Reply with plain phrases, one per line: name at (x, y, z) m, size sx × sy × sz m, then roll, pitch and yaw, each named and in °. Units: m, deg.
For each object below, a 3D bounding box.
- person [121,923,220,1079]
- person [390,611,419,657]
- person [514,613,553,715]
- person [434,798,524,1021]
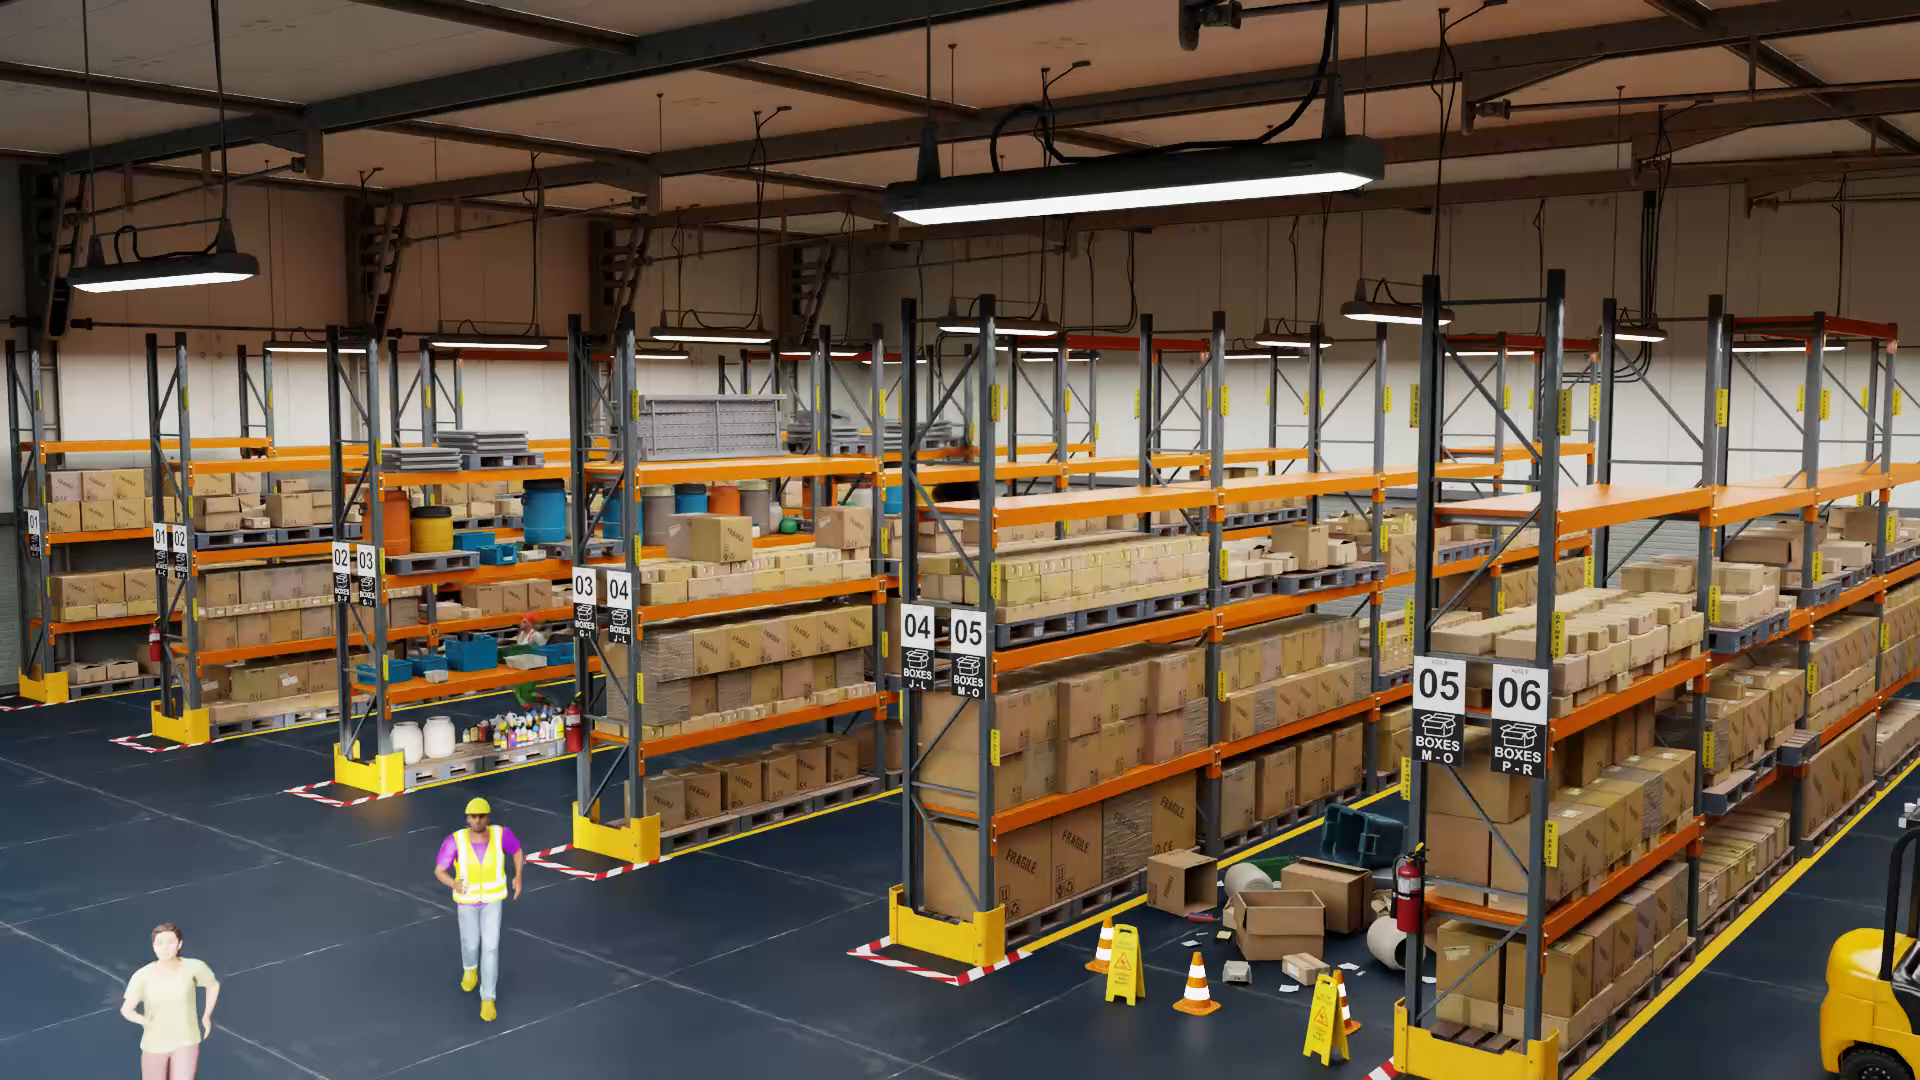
person at (-5.231, 3.349, 11.039) m, size 0.589 × 1.641 × 0.877 m, roll -2°, pitch 5°, yaw -20°
person at (-9.953, 1.651, 29.865) m, size 0.650 × 1.680 × 0.652 m, roll 3°, pitch 6°, yaw 29°
person at (-6.641, 1.987, 25.667) m, size 0.643 × 1.742 × 0.564 m, roll 4°, pitch 7°, yaw 40°
person at (-4.025, 3.028, 13.958) m, size 0.724 × 1.782 × 0.865 m, roll -2°, pitch 5°, yaw -18°
